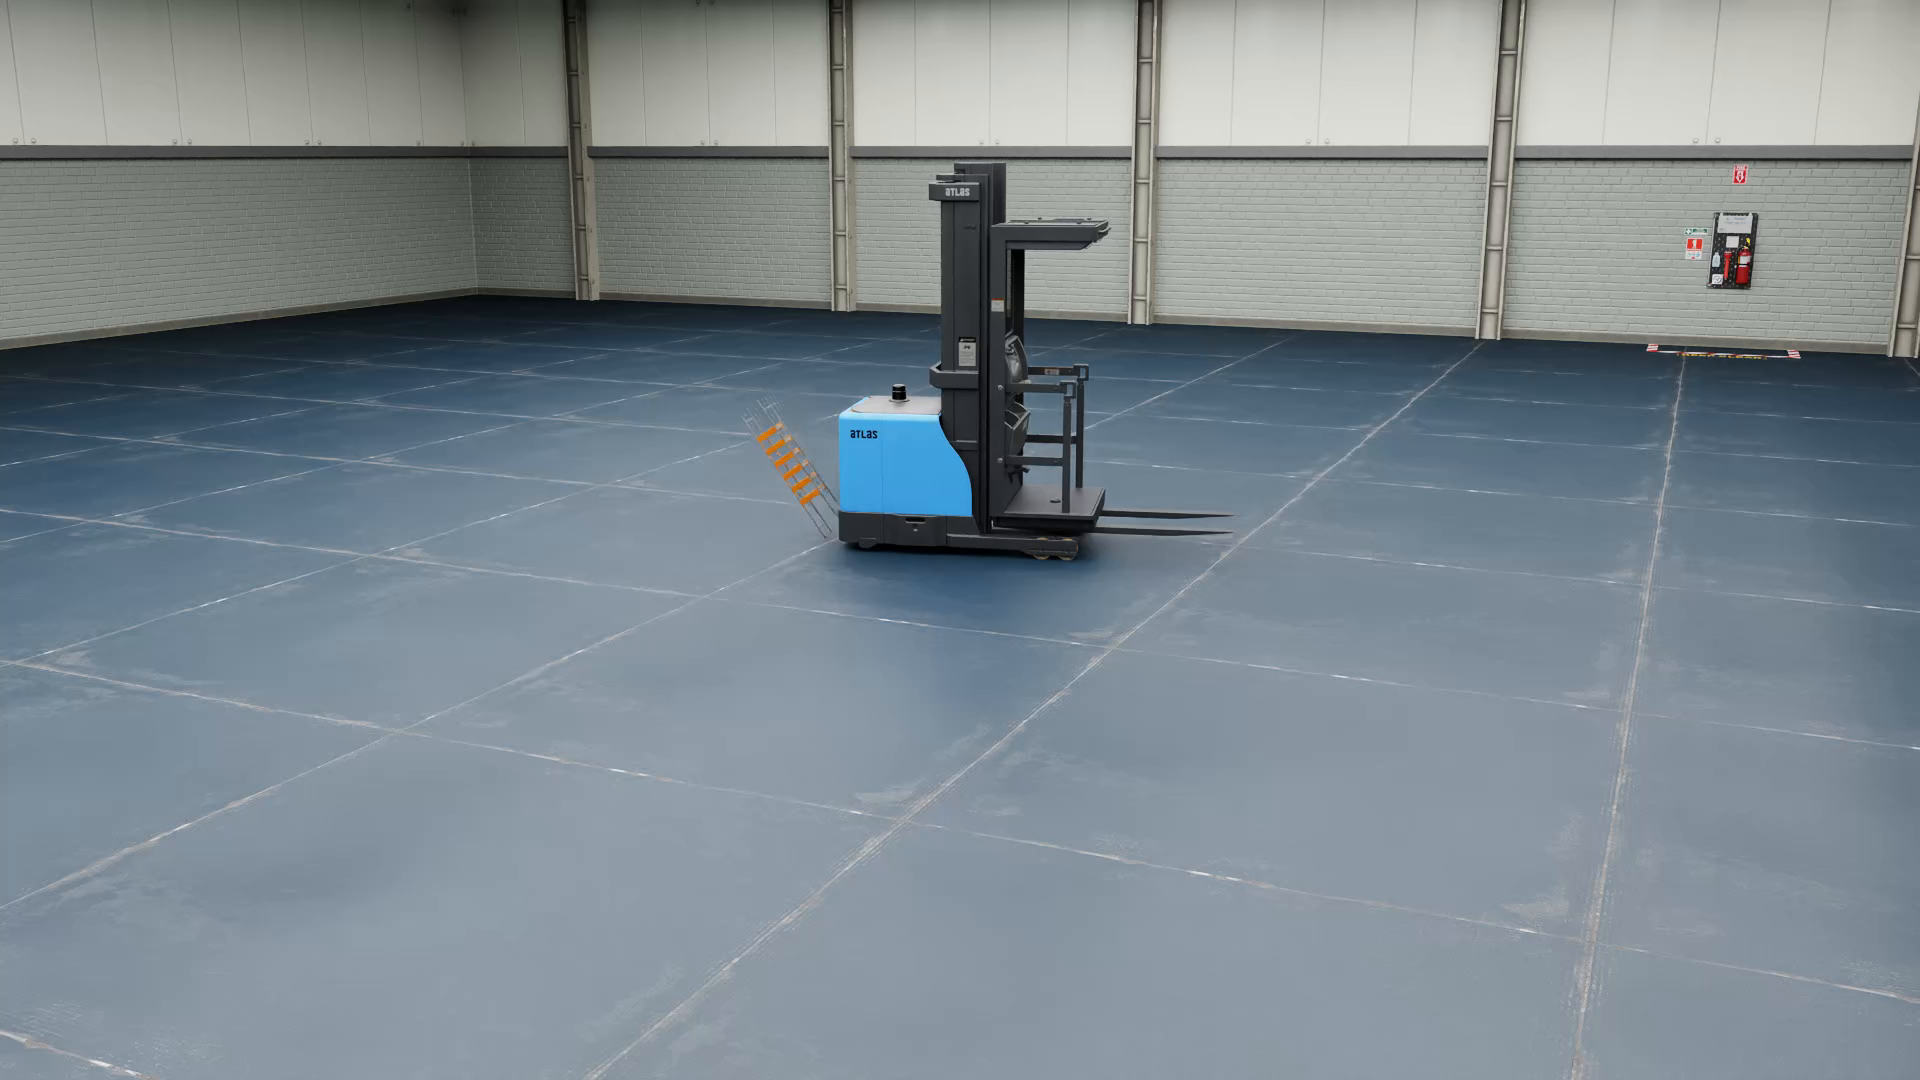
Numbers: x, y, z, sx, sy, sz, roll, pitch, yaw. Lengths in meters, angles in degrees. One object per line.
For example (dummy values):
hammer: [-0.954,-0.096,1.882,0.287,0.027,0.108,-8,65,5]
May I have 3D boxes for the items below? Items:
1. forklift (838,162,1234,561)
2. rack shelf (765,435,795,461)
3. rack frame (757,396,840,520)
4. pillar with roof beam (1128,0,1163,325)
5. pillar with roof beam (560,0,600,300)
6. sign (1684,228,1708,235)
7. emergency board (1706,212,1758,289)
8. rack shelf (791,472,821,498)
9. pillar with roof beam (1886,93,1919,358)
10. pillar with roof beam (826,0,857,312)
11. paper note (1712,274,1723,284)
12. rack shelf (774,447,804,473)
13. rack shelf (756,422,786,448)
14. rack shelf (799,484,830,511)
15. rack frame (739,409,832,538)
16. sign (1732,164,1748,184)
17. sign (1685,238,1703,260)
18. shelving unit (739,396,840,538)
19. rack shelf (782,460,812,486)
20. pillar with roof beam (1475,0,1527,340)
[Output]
forklift: [0.621,-1.402,12.816,3.031,2.935,1.130,2,13,9]
rack shelf: [-1.433,-0.745,13.315,0.180,0.103,0.258,-33,6,15]
rack frame: [-1.249,-0.632,13.312,0.006,1.200,0.240,-33,6,15]
pillar with roof beam: [1.499,-7.369,24.960,0.400,9.000,9.100,6,14,23]
pillar with roof beam: [-9.472,-8.479,29.692,0.400,9.000,9.100,6,14,23]
sign: [11.507,-4.819,25.989,0.331,0.109,0.001,6,14,23]
emergency board: [11.971,-4.474,25.754,0.643,1.169,0.194,6,14,23]
rack shelf: [-1.232,-0.449,13.352,0.180,0.103,0.258,-33,6,15]
pillar with roof beam: [12.471,-6.259,20.228,0.400,9.000,9.100,6,14,23]
pillar with roof beam: [-3.987,-7.924,27.326,0.400,9.000,9.100,6,14,23]
paper note: [11.837,-4.076,25.986,0.142,0.148,0.016,6,14,23]
rack shelf: [-1.366,-0.646,13.327,0.180,0.103,0.258,-33,6,15]
rack shelf: [-1.500,-0.844,13.302,0.180,0.103,0.258,-33,6,15]
rack shelf: [-1.165,-0.350,13.365,0.180,0.103,0.258,-33,6,15]
rack frame: [-1.398,-0.536,13.358,0.006,1.200,0.240,-33,6,15]
sign: [12.004,-5.624,25.581,0.199,0.298,0.001,6,14,23]
sign: [11.507,-4.564,26.060,0.234,0.329,0.001,6,14,23]
shelving unit: [-1.324,-0.584,13.335,0.189,1.200,0.258,-33,6,15]
rack shelf: [-1.299,-0.547,13.340,0.180,0.103,0.258,-33,6,15]
pillar with roof beam: [6.985,-6.814,22.594,0.400,9.000,9.100,6,14,23]
